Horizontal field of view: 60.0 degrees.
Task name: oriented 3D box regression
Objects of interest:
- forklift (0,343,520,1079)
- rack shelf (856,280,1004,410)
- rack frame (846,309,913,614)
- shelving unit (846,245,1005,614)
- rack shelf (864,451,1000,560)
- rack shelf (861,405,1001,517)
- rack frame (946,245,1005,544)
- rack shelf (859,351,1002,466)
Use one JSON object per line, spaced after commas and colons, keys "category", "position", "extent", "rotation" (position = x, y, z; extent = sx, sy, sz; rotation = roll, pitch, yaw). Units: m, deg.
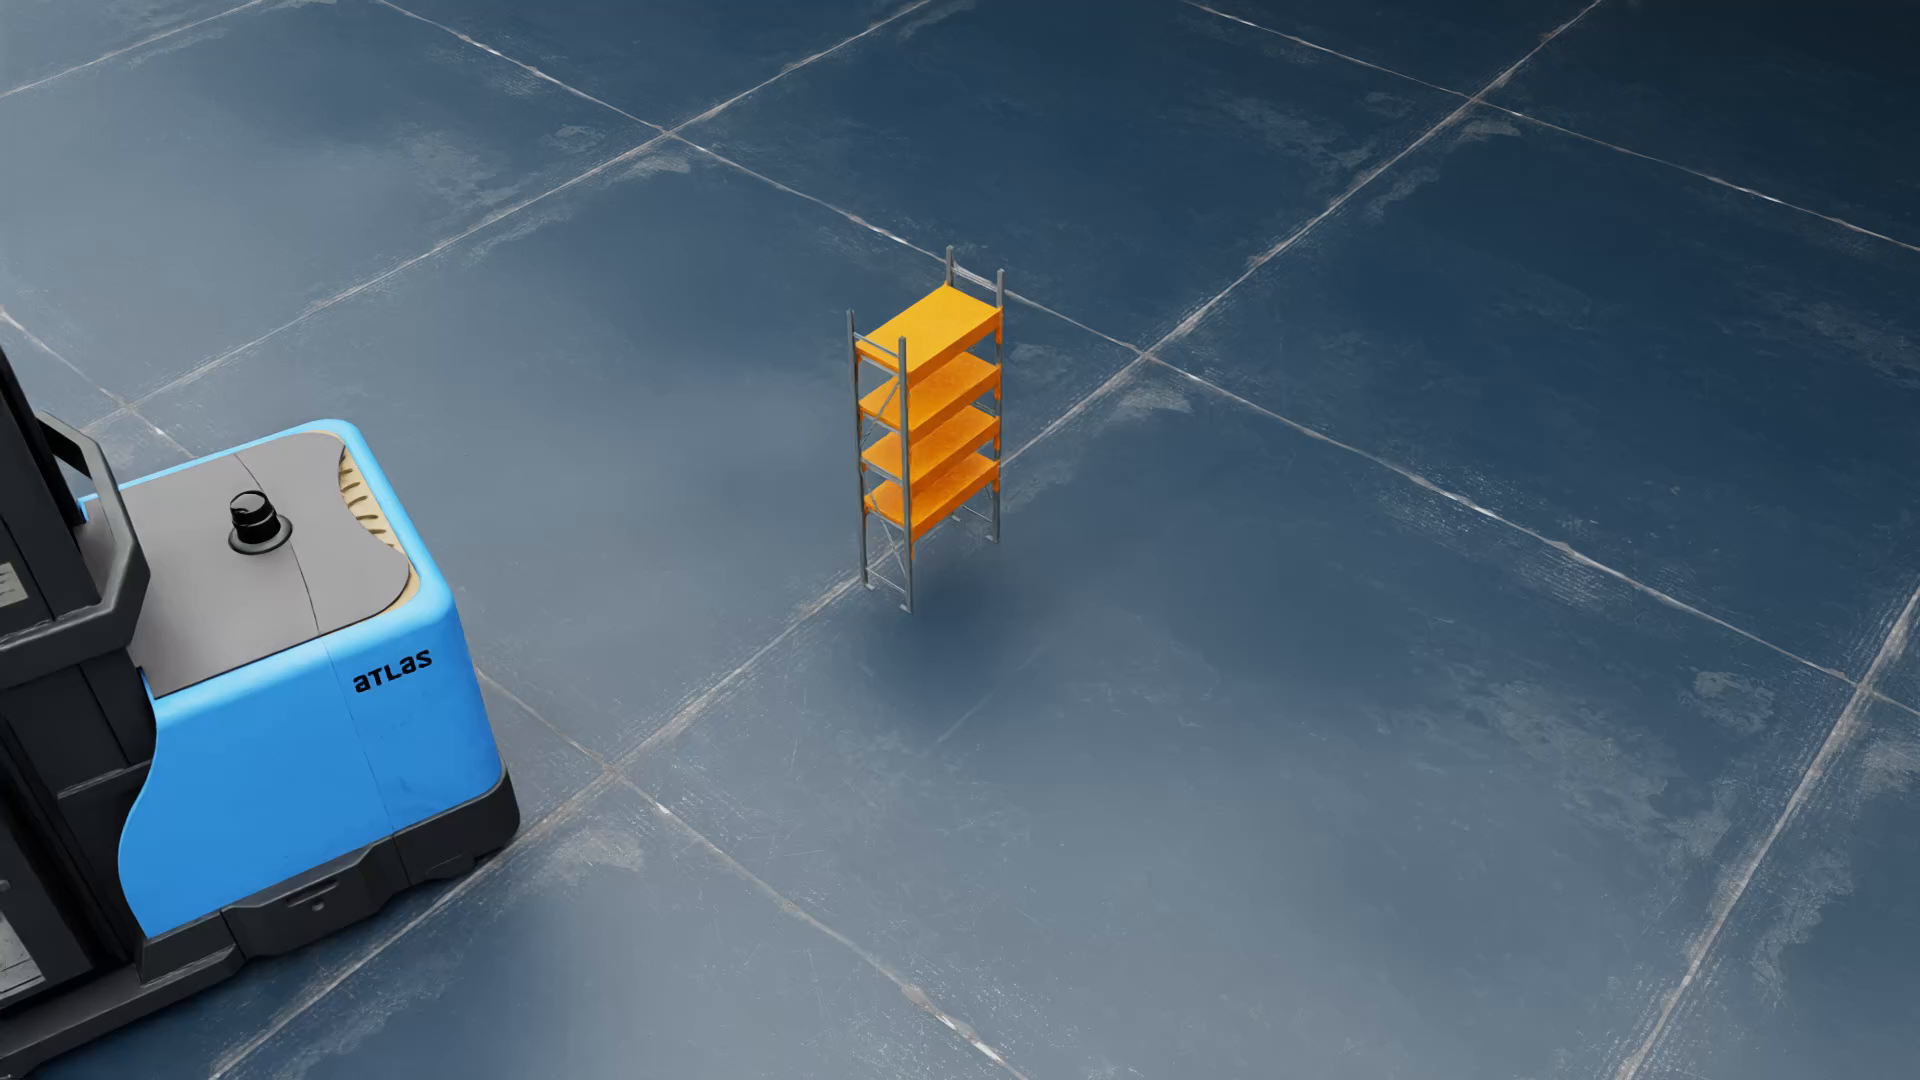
{"category": "forklift", "position": [-2.891, 0.116, 3.944], "extent": [3.031, 2.935, 1.130], "rotation": [-23, 47, -23]}
{"category": "rack shelf", "position": [-0.107, -0.649, 5.488], "extent": [0.258, 0.148, 0.480], "rotation": [29, 50, 28]}
{"category": "rack frame", "position": [-0.264, -0.233, 5.614], "extent": [0.240, 1.200, 0.015], "rotation": [29, 50, 28]}
{"category": "shelving unit", "position": [-0.107, -0.359, 5.753], "extent": [0.258, 1.200, 0.503], "rotation": [29, 50, 28]}
{"category": "rack shelf", "position": [-0.107, -0.162, 5.931], "extent": [0.258, 0.148, 0.480], "rotation": [29, 50, 28]}
{"category": "rack shelf", "position": [-0.107, -0.309, 5.798], "extent": [0.258, 0.148, 0.480], "rotation": [29, 50, 28]}
{"category": "rack frame", "position": [0.051, -0.484, 5.891], "extent": [0.240, 1.200, 0.015], "rotation": [29, 50, 28]}
{"category": "rack shelf", "position": [-0.107, -0.474, 5.647], "extent": [0.258, 0.148, 0.480], "rotation": [29, 50, 28]}
